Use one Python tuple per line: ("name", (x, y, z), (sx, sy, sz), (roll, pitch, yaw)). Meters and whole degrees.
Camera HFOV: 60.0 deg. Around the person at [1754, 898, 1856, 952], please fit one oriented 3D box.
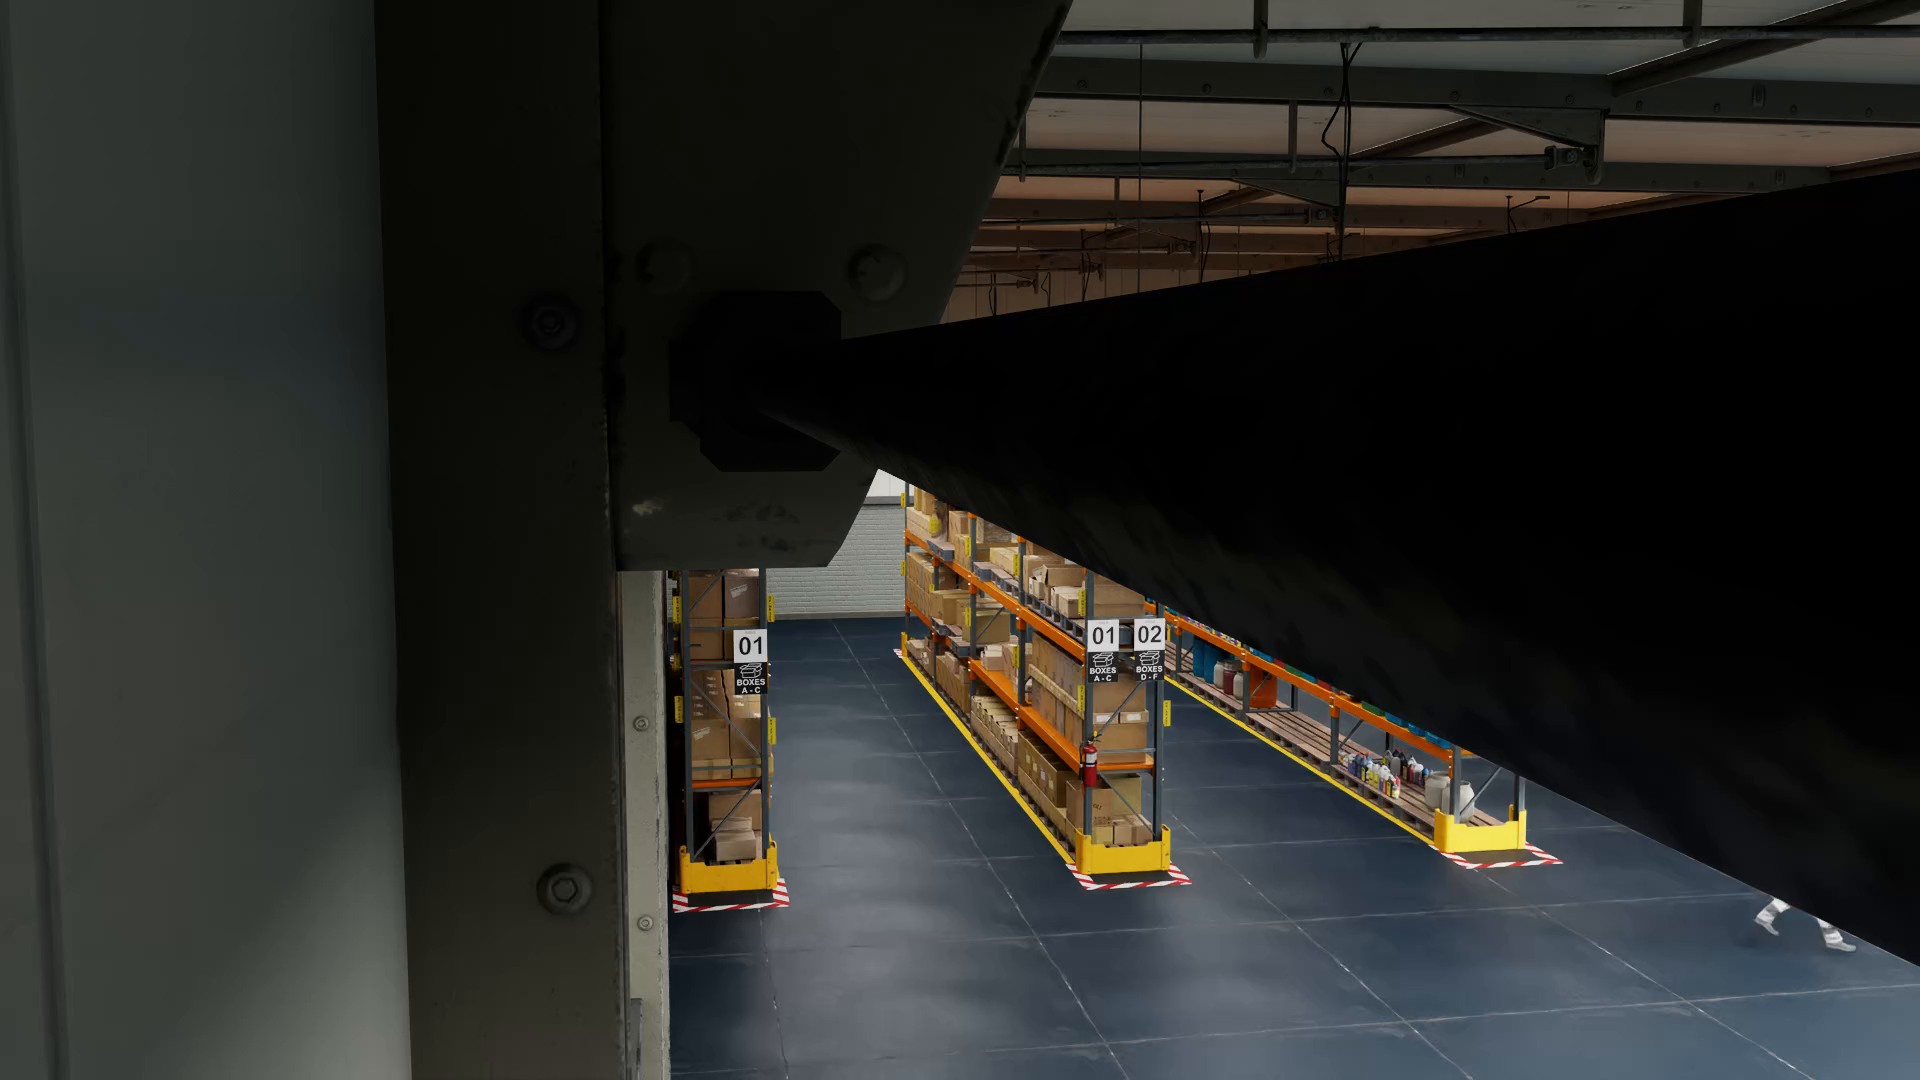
("person", (9.219, 3.538, 18.071), (1.002, 1.773, 0.662), (2, 6, 14))
